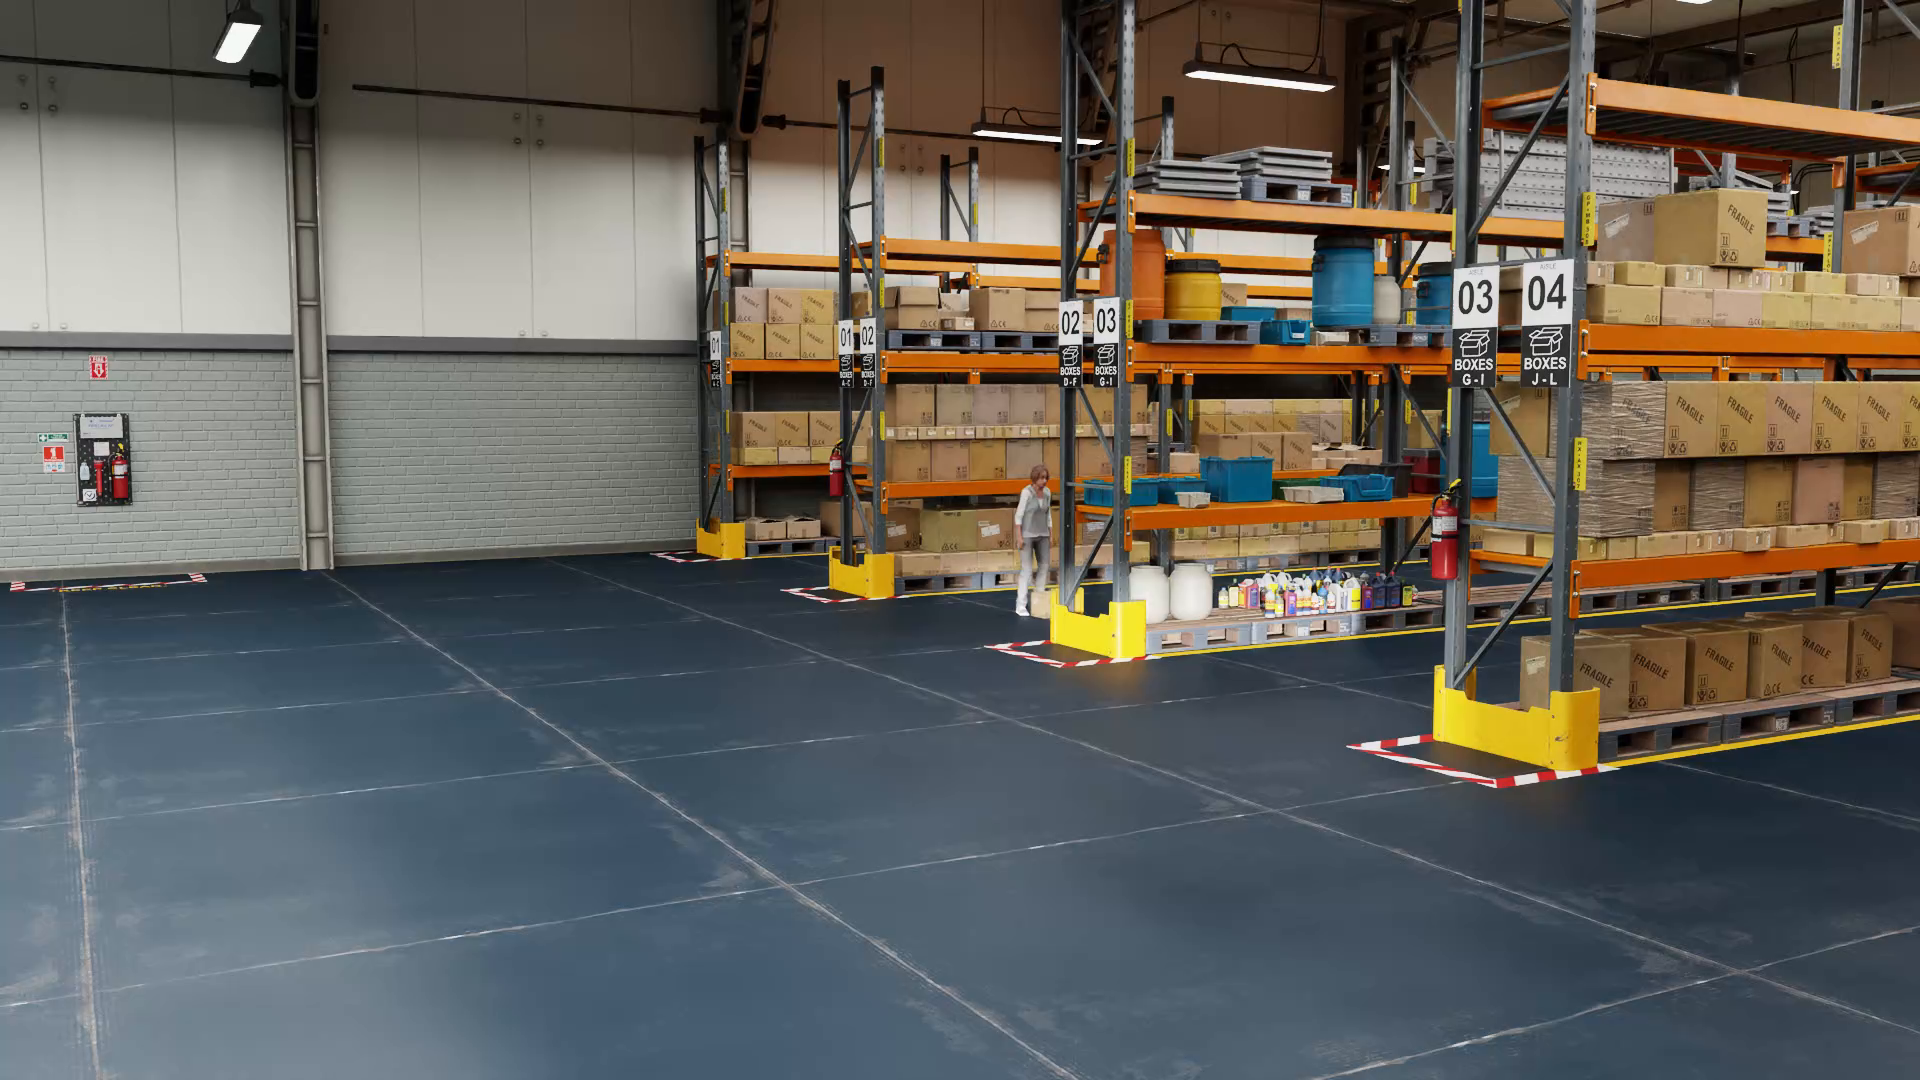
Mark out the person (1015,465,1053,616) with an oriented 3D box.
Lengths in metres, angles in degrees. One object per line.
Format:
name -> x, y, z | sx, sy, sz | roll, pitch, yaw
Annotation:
person -> 0.795, -0.004, 17.695 | 0.472, 1.592, 0.347 | -3, 6, -31
